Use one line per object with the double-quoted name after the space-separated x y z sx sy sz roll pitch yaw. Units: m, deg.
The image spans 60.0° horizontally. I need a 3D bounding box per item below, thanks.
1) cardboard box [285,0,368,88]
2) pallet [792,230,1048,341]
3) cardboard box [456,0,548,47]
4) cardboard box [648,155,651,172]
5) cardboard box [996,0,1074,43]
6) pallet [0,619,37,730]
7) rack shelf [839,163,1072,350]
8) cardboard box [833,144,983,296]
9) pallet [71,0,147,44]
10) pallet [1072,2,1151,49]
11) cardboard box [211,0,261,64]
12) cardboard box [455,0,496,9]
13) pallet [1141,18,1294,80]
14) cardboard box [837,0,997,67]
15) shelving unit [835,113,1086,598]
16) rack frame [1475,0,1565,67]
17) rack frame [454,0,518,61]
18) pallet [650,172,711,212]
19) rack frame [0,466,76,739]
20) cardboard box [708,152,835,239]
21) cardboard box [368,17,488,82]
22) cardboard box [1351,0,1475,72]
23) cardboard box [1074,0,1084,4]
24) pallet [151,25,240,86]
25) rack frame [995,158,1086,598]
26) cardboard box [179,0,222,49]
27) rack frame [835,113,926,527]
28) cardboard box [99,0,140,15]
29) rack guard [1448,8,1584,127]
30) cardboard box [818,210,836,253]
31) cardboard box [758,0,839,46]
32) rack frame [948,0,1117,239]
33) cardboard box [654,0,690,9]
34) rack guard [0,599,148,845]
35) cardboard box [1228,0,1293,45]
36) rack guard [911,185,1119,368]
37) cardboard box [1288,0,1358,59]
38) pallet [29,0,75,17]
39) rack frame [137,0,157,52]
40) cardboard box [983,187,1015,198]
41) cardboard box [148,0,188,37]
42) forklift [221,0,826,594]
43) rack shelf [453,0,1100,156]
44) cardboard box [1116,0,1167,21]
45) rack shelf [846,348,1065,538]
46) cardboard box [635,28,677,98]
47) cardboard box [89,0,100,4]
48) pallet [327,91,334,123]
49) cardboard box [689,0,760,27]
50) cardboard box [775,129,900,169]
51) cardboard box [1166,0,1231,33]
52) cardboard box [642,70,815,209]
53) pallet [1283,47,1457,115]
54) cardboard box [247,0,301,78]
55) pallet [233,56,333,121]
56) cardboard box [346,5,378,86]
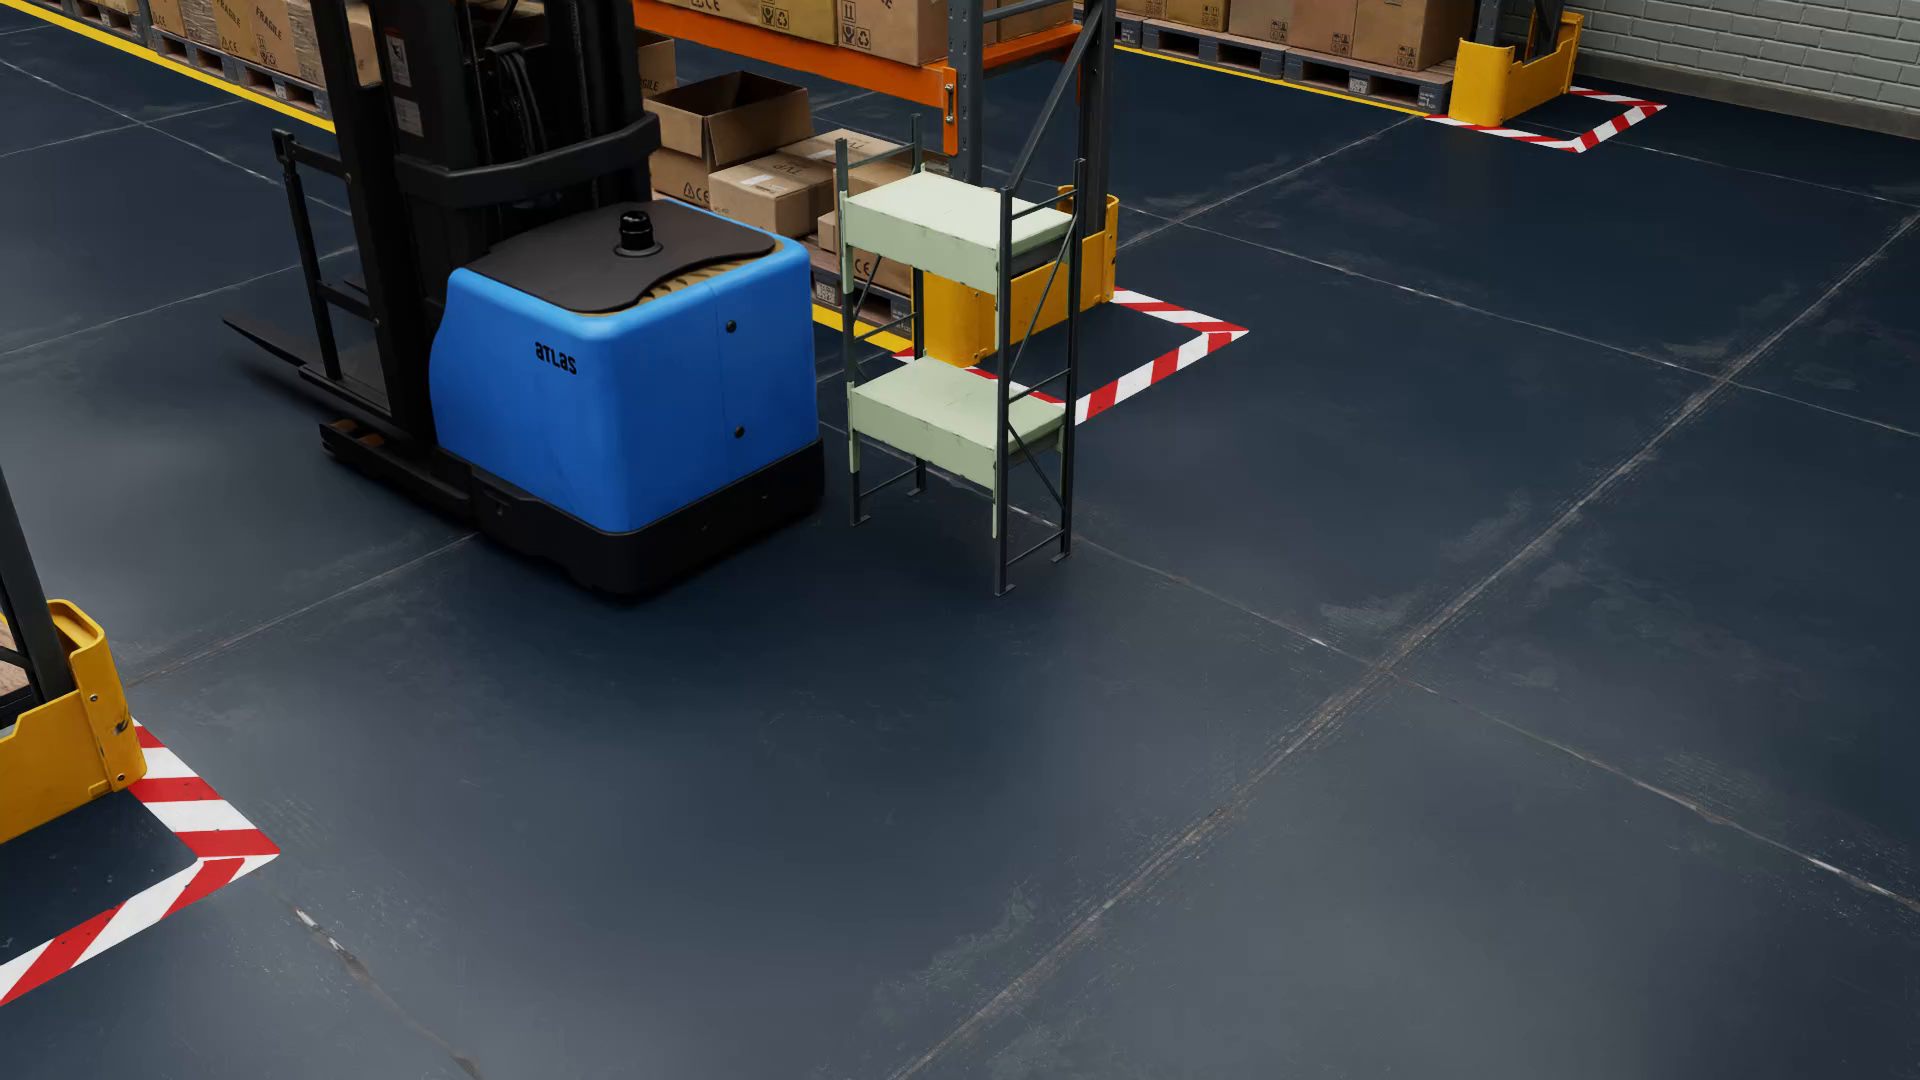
-3.929 -3.218 10.684 0.500 0.500 0.500 26 39 36 "cardboard box"
-0.321 -1.414 8.394 1.213 0.211 1.003 25 39 35 "pallet"
-2.834 -3.069 10.437 0.500 0.500 0.500 23 38 33 "cardboard box"
-1.824 -2.142 9.220 0.250 0.166 0.380 25 39 35 "cardboard box"
0.175 -2.604 7.570 0.500 0.500 0.500 26 40 36 "cardboard box"
-3.585 0.481 5.247 1.213 0.211 1.003 25 39 35 "pallet"
-0.005 -0.979 5.666 0.720 0.370 0.431 25 39 35 "rack shelf"
-0.241 -1.518 7.860 0.500 0.500 0.500 25 39 35 "cardboard box"
-6.188 -4.180 12.989 1.213 0.211 1.003 25 39 35 "pallet"
1.194 -4.099 12.854 1.213 0.211 1.003 25 39 35 "pallet"
-4.698 -3.571 11.271 0.500 0.500 0.500 24 39 34 "cardboard box"
-3.237 -3.249 10.736 0.500 0.500 0.500 26 39 36 "cardboard box"
2.103 -3.676 12.152 1.213 0.211 1.003 25 39 35 "pallet"
-0.188 -2.400 7.232 0.500 0.500 0.500 26 40 36 "cardboard box"
-0.005 -0.645 5.867 0.755 1.500 0.431 25 39 35 "shelving unit"
3.648 -4.202 10.322 0.127 3.000 1.000 25 39 35 "rack frame"
-2.639 -3.691 9.473 0.127 3.000 1.000 25 39 35 "rack frame"
-1.221 -1.836 9.095 1.213 0.211 1.003 25 39 35 "pallet"
-2.999 -0.414 4.029 0.127 3.000 1.000 25 39 35 "rack frame"
-0.926 -1.751 8.490 0.500 0.250 0.500 25 39 35 "cardboard box"
-3.197 -2.870 10.105 0.500 0.500 0.500 25 39 35 "cardboard box"
3.062 -3.515 11.197 0.500 0.500 0.700 25 39 35 "cardboard box"
1.168 -4.397 12.663 0.500 0.500 0.700 26 39 36 "cardboard box"
-5.076 -3.608 12.038 1.213 0.211 1.003 25 39 35 "pallet"
0.266 -0.518 5.657 0.023 1.500 0.400 25 39 35 "rack frame"
-5.067 -3.747 11.563 0.500 0.500 0.500 23 38 33 "cardboard box"
-0.276 -0.772 6.077 0.023 1.500 0.400 25 39 35 "rack frame"
-6.158 -4.166 12.521 0.500 0.250 0.500 26 40 36 "cardboard box"
3.666 -3.123 10.953 0.348 0.500 1.175 25 39 35 "rack guard"
-0.481 -1.550 8.236 0.250 0.166 0.380 25 39 35 "cardboard box"
-0.575 -2.578 7.528 0.500 0.500 0.500 25 39 35 "cardboard box"
0.327 -2.306 7.173 0.127 3.000 1.000 25 39 35 "rack frame"
-1.314 -2.928 8.108 0.500 0.500 0.500 24 39 34 "cardboard box"
-2.973 0.661 4.668 0.348 0.500 1.175 25 39 35 "rack guard"
2.318 -3.862 11.773 0.500 0.500 0.700 24 38 34 "cardboard box"
0.271 -1.262 7.861 0.348 0.500 1.175 25 39 35 "rack guard"
2.691 -3.688 11.485 0.500 0.500 0.700 25 39 35 "cardboard box"
-7.089 -4.603 13.691 1.213 0.211 1.003 25 39 35 "pallet"
-5.604 -5.075 11.772 0.127 3.000 1.000 25 39 35 "rack frame"
0.062 -1.644 8.393 0.250 0.166 0.380 25 39 35 "cardboard box"
-5.459 -3.926 11.860 0.500 0.500 0.500 27 40 37 "cardboard box"
-1.967 -1.697 6.227 3.031 2.935 1.130 24 38 34 "forklift"
-1.156 -2.690 8.508 4.000 0.370 1.077 25 39 35 "rack shelf"
1.539 -4.222 12.372 0.500 0.500 0.700 25 39 35 "cardboard box"
-0.005 -0.366 6.035 0.720 0.370 0.431 25 39 35 "rack shelf"
-2.026 -2.720 9.856 0.500 0.500 0.500 25 39 35 "cardboard box"
-6.543 -4.343 12.815 0.500 0.250 0.500 25 39 35 "cardboard box"
-3.267 -2.763 10.635 1.213 0.211 1.003 25 39 35 "pallet"
-0.941 -2.753 7.818 0.500 0.500 0.500 25 39 35 "cardboard box"
-0.627 -1.960 8.836 0.500 0.250 0.500 25 39 35 "cardboard box"
1.918 -4.044 12.075 0.500 0.500 0.700 26 40 36 "cardboard box"
-1.242 -2.162 8.926 0.637 0.503 0.797 25 39 35 "cardboard box"
3.003 -3.254 11.451 1.213 0.211 1.003 25 39 35 "pallet"
-4.308 -3.393 10.974 0.500 0.500 0.500 24 38 34 "cardboard box"
-4.176 -3.185 11.337 1.213 0.211 1.003 25 39 35 "pallet"
-3.558 -3.044 10.395 0.500 0.500 0.500 25 39 35 "cardboard box"
